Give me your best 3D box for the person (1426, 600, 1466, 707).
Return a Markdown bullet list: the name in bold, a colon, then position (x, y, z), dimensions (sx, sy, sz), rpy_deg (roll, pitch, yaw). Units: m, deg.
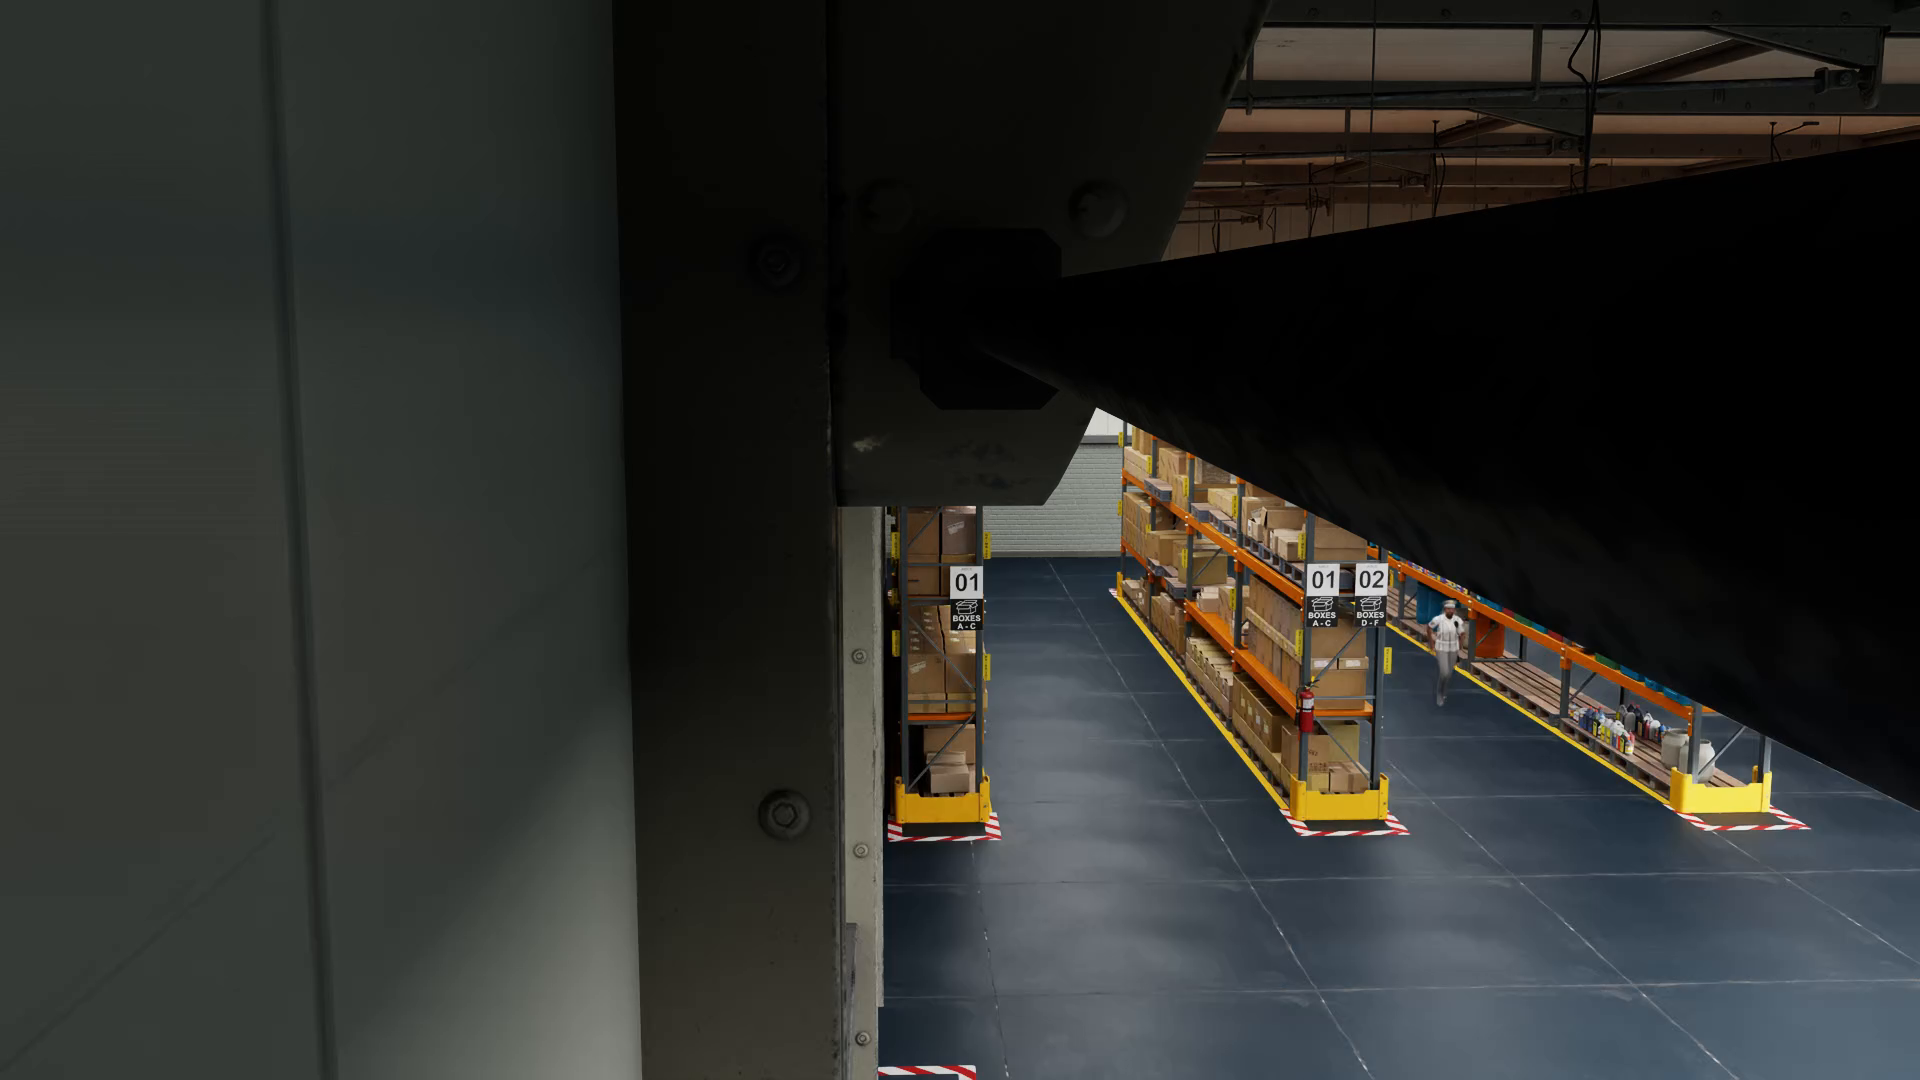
- **person**: position (7.779, 1.796, 26.513), dimensions (0.552, 1.742, 0.719), rpy_deg (-1, 8, -5)
